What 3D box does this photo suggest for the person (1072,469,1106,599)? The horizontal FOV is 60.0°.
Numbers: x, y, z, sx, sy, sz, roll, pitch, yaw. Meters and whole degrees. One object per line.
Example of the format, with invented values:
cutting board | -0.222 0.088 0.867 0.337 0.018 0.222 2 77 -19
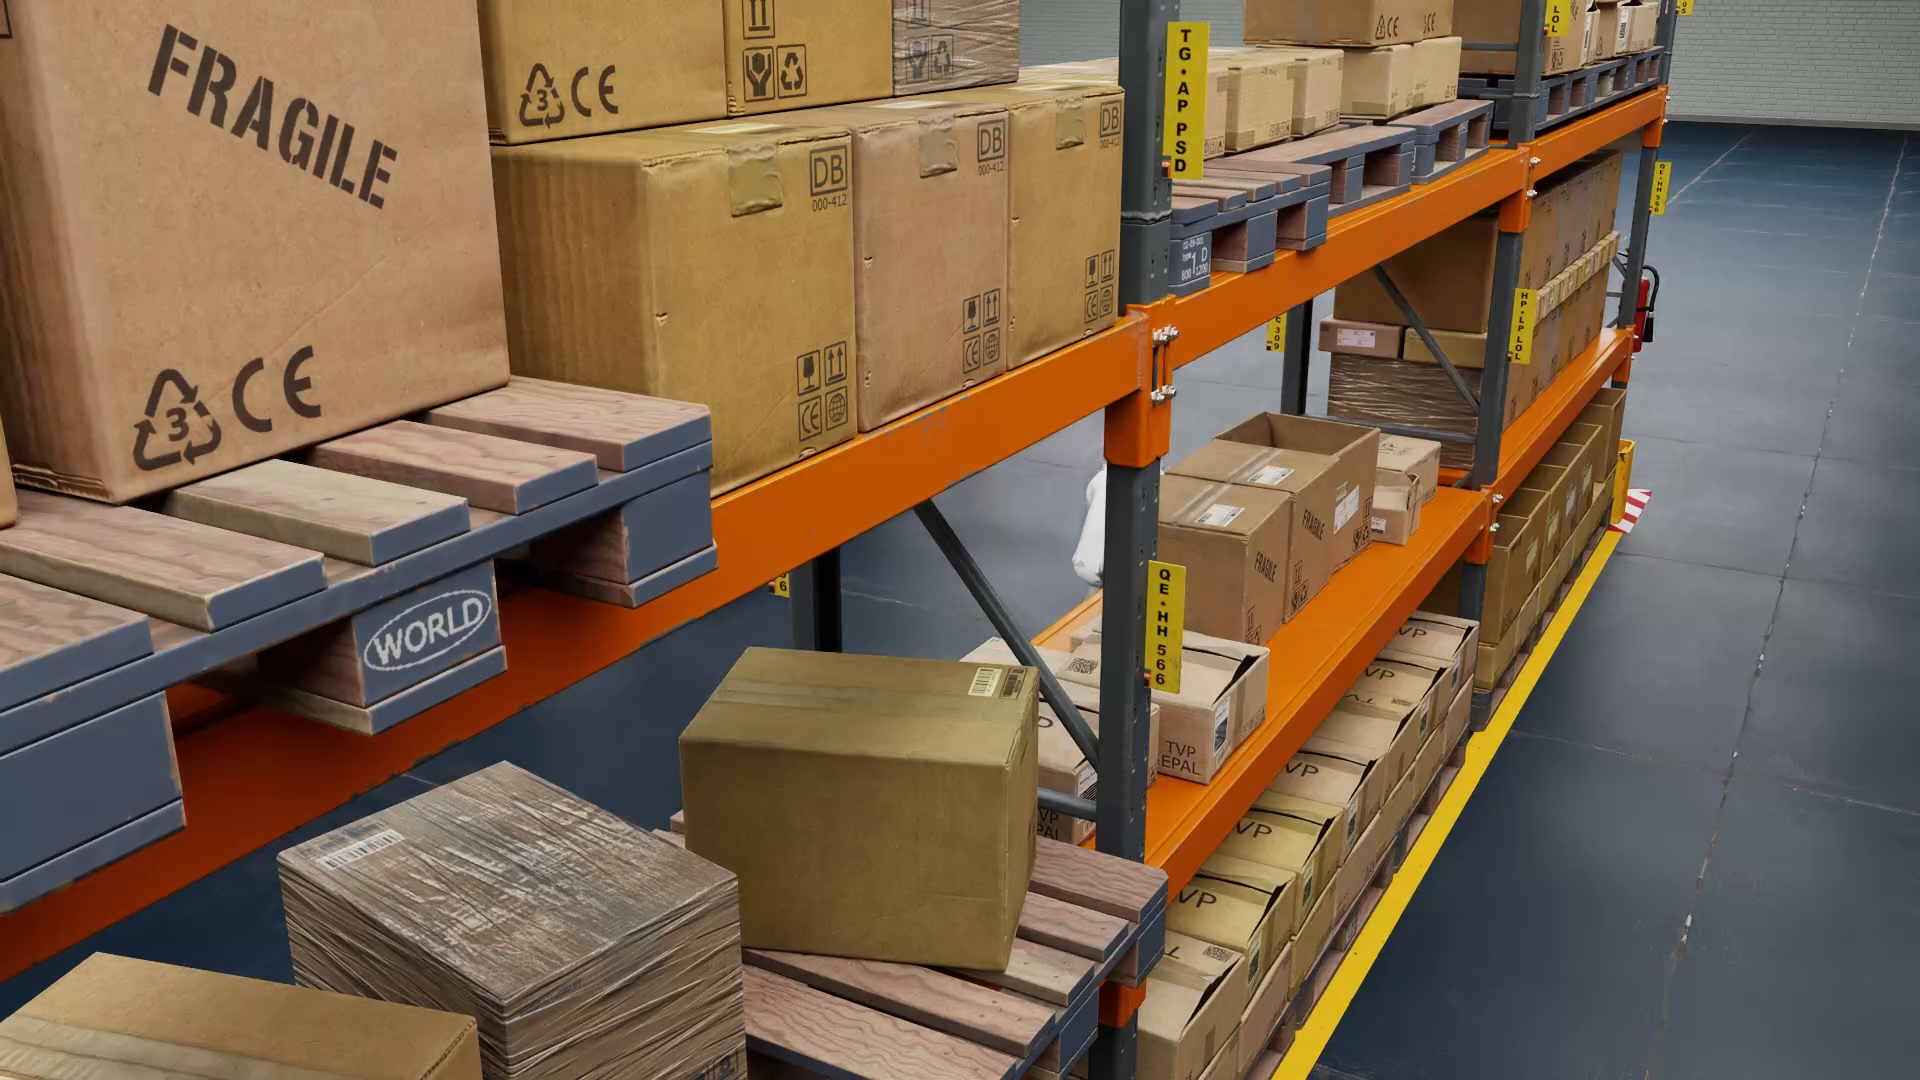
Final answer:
person | 0.932 0.040 9.141 0.607 1.015 0.905 11 22 28
